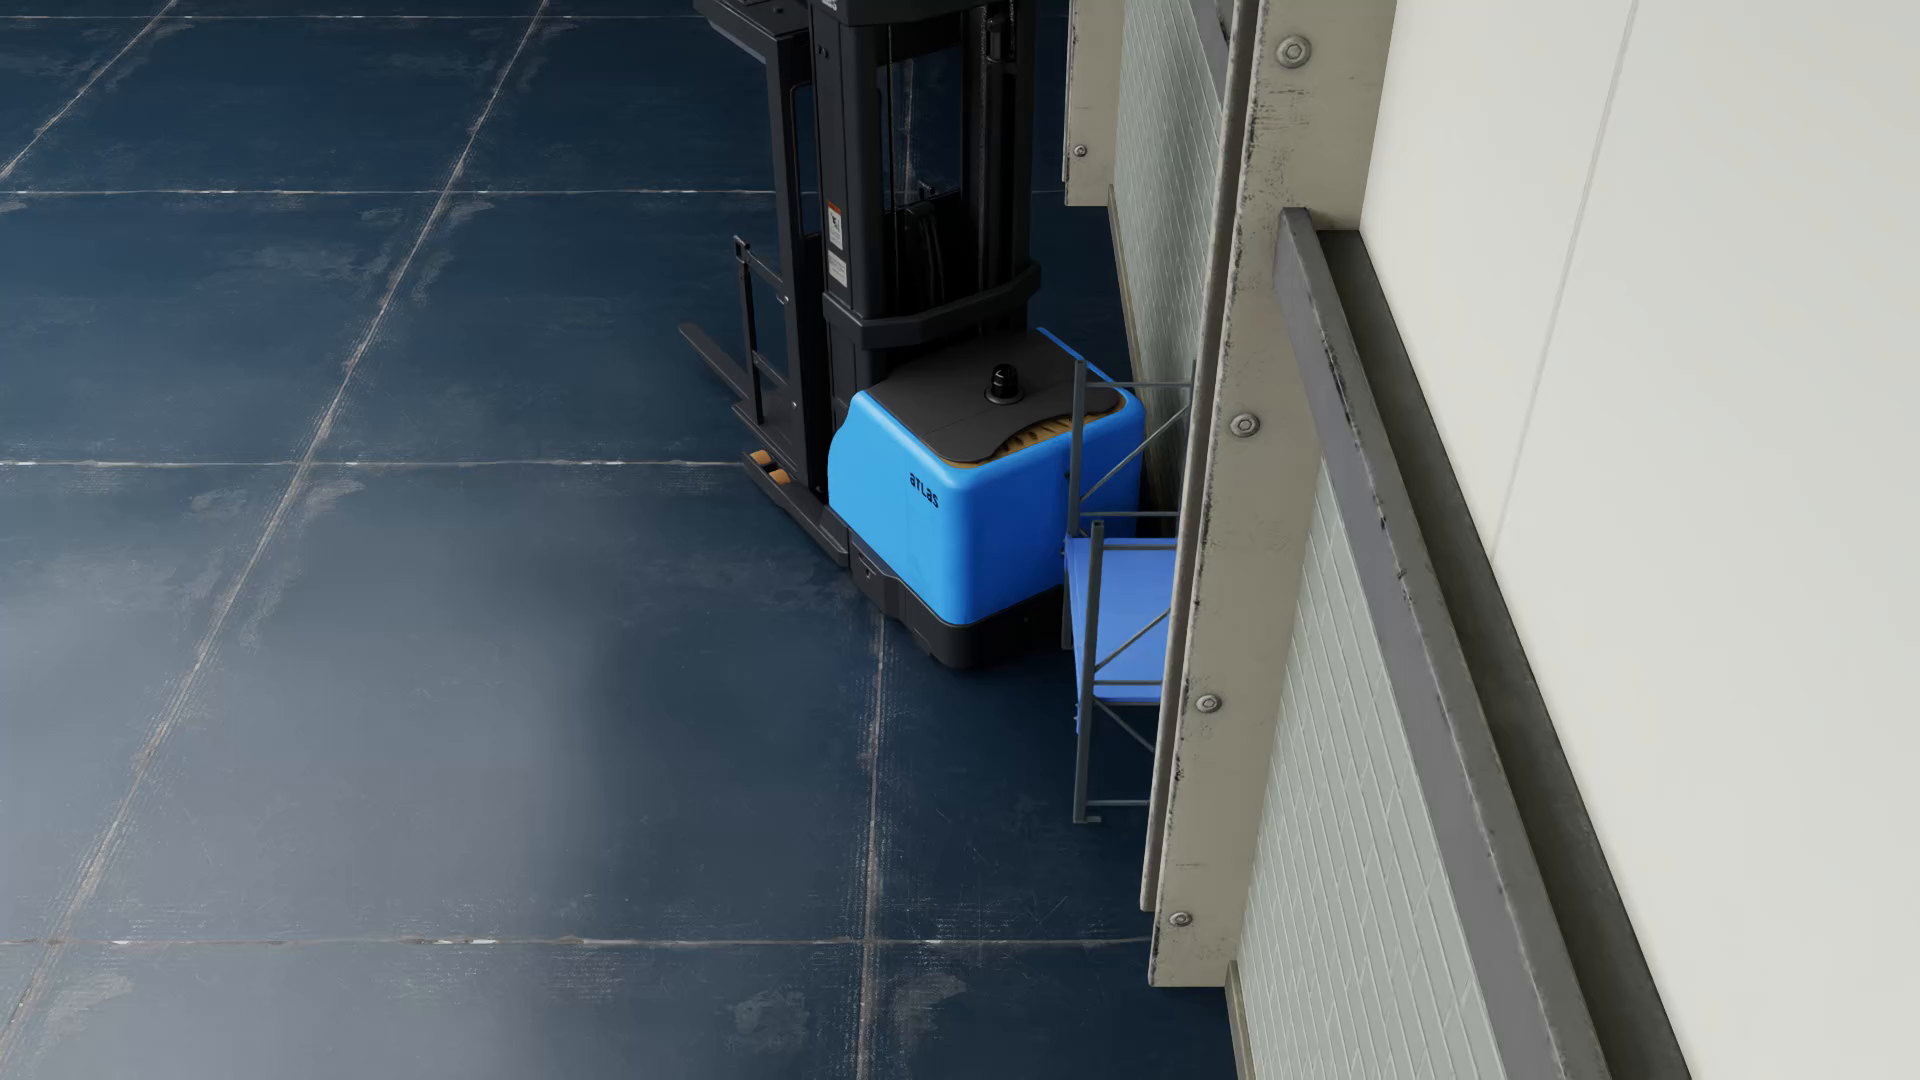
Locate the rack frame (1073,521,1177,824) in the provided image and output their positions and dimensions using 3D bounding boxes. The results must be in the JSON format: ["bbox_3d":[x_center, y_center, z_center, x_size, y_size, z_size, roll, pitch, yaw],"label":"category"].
[{"bbox_3d":[0.700,0.530,6.135,0.500,1.500,0.032,0,39,0],"label":"rack frame"}]

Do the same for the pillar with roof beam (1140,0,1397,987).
[{"bbox_3d":[-3.469,-2.025,3.327,9.100,9.000,0.400,0,39,0],"label":"pillar with roof beam"}]

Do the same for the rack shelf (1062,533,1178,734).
[{"bbox_3d":[0.700,0.352,6.645,0.538,0.185,1.000,0,39,0],"label":"rack shelf"}]

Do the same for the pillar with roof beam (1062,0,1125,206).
[{"bbox_3d":[-3.476,-5.777,8.009,9.100,9.000,0.400,0,39,0],"label":"pillar with roof beam"}]

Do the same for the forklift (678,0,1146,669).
[{"bbox_3d":[-0.430,-1.475,7.493,1.130,2.935,3.031,-23,44,-26],"label":"forklift"}]

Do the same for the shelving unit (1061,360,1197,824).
[{"bbox_3d":[0.700,0.212,6.532,0.538,1.500,1.048,0,39,0],"label":"shelving unit"}]

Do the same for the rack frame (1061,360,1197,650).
[{"bbox_3d":[0.700,-0.106,6.929,0.500,1.500,0.032,0,39,0],"label":"rack frame"}]
